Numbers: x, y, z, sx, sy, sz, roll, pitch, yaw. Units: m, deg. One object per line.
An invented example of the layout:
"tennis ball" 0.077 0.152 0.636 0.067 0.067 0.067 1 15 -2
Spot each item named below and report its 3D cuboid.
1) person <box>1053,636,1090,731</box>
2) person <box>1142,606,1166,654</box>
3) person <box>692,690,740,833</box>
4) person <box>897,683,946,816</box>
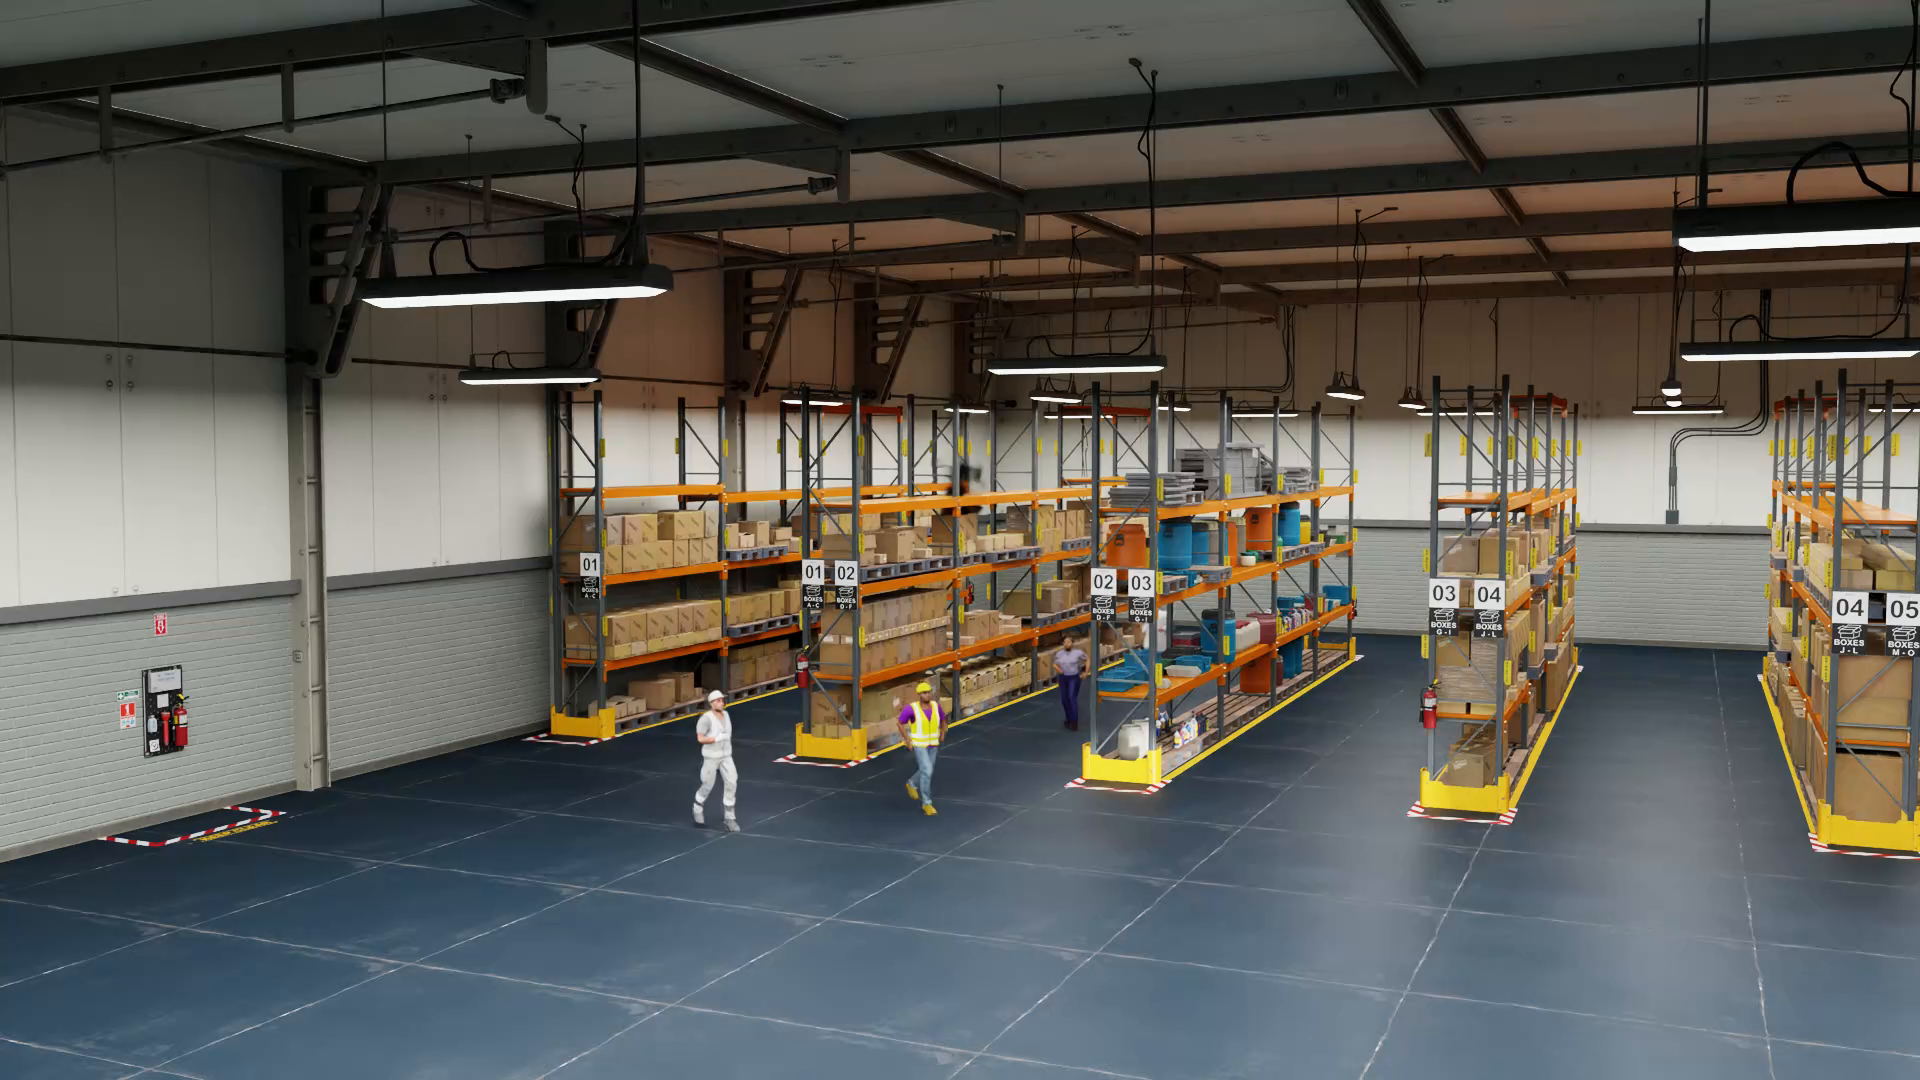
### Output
"person" 1.959 2.563 29.630 0.617 1.713 0.717 1 3 20
"person" 4.182 2.150 35.559 0.662 1.792 1.049 1 3 13
"person" -3.221 2.888 21.829 0.661 1.844 0.836 -3 4 -44
"person" -0.513 2.848 22.995 0.696 1.787 0.847 -2 4 -32
